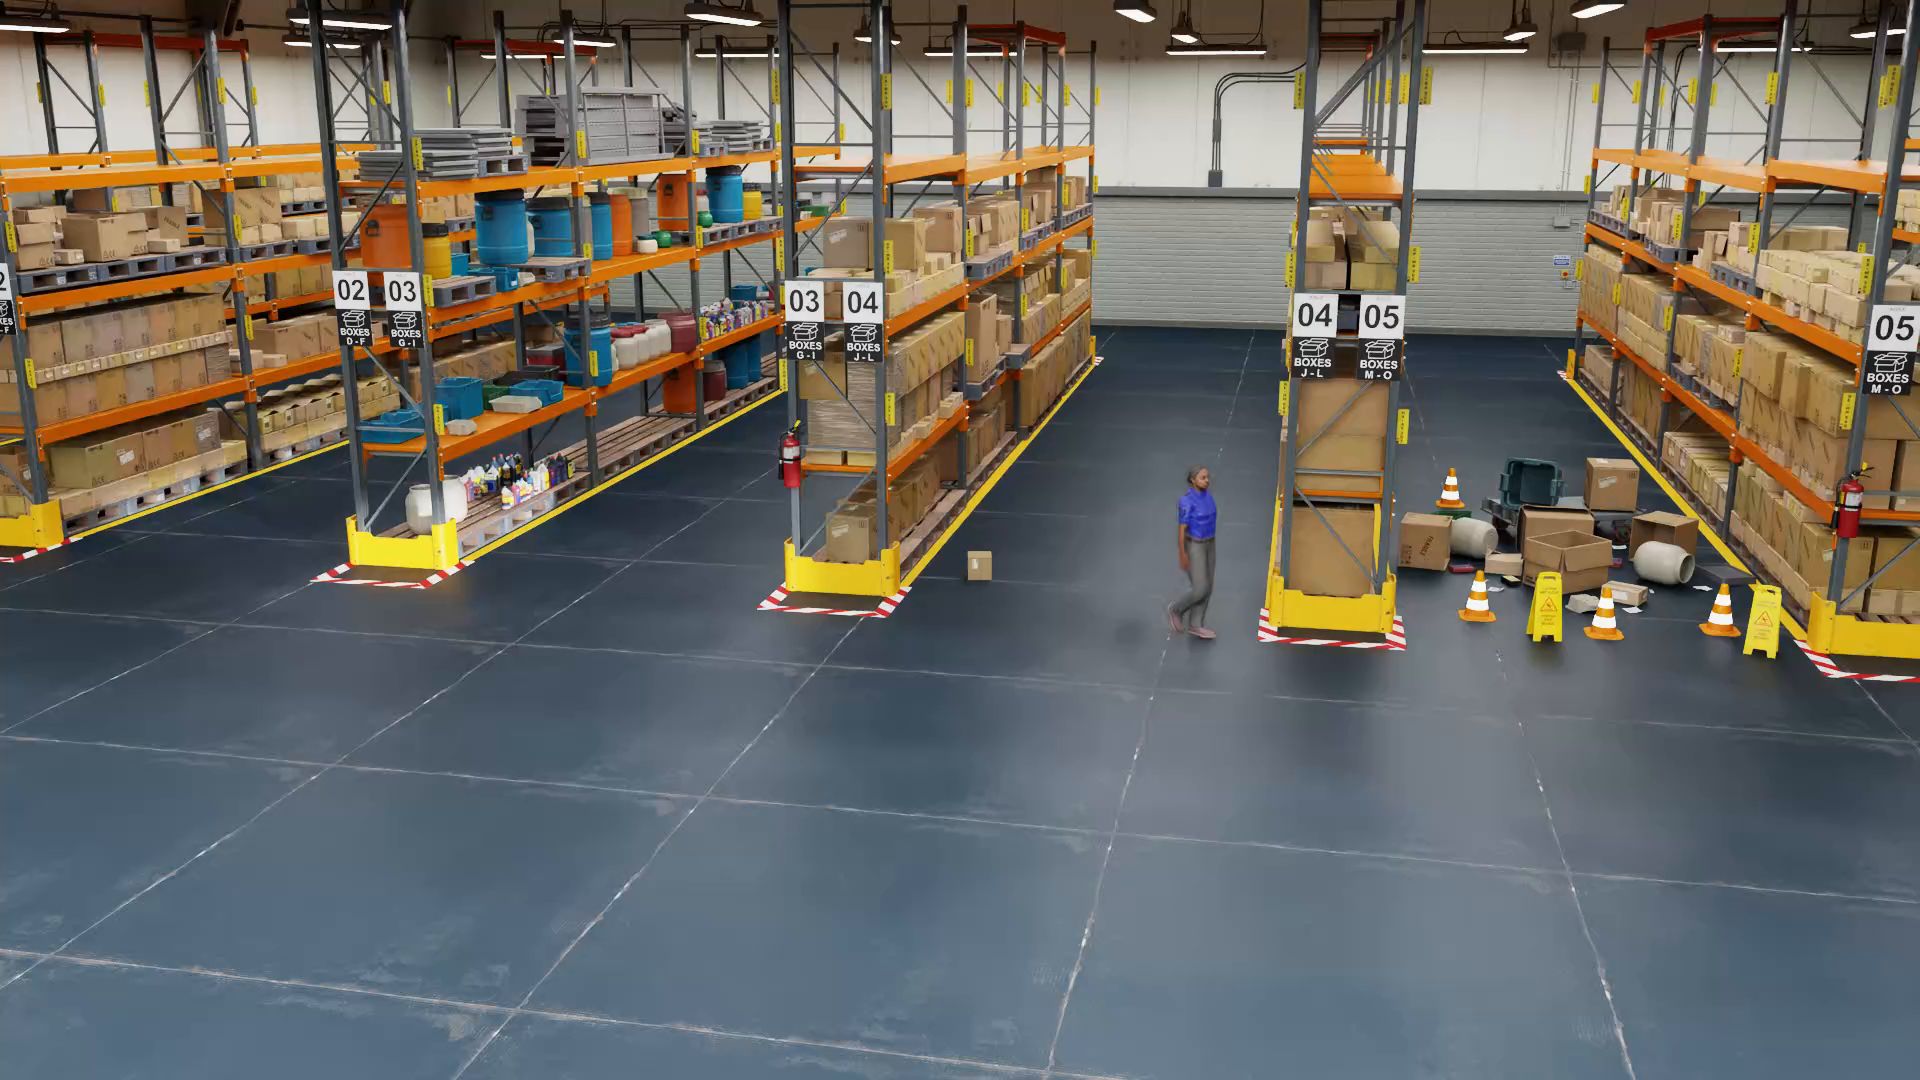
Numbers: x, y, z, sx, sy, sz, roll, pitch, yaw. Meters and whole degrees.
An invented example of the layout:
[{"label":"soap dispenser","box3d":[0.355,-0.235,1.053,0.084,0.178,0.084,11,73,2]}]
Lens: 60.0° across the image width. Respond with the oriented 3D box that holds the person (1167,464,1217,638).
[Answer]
[{"label":"person","box3d":[2.217,0.102,15.546,0.475,1.644,0.453,13,20,41]}]
